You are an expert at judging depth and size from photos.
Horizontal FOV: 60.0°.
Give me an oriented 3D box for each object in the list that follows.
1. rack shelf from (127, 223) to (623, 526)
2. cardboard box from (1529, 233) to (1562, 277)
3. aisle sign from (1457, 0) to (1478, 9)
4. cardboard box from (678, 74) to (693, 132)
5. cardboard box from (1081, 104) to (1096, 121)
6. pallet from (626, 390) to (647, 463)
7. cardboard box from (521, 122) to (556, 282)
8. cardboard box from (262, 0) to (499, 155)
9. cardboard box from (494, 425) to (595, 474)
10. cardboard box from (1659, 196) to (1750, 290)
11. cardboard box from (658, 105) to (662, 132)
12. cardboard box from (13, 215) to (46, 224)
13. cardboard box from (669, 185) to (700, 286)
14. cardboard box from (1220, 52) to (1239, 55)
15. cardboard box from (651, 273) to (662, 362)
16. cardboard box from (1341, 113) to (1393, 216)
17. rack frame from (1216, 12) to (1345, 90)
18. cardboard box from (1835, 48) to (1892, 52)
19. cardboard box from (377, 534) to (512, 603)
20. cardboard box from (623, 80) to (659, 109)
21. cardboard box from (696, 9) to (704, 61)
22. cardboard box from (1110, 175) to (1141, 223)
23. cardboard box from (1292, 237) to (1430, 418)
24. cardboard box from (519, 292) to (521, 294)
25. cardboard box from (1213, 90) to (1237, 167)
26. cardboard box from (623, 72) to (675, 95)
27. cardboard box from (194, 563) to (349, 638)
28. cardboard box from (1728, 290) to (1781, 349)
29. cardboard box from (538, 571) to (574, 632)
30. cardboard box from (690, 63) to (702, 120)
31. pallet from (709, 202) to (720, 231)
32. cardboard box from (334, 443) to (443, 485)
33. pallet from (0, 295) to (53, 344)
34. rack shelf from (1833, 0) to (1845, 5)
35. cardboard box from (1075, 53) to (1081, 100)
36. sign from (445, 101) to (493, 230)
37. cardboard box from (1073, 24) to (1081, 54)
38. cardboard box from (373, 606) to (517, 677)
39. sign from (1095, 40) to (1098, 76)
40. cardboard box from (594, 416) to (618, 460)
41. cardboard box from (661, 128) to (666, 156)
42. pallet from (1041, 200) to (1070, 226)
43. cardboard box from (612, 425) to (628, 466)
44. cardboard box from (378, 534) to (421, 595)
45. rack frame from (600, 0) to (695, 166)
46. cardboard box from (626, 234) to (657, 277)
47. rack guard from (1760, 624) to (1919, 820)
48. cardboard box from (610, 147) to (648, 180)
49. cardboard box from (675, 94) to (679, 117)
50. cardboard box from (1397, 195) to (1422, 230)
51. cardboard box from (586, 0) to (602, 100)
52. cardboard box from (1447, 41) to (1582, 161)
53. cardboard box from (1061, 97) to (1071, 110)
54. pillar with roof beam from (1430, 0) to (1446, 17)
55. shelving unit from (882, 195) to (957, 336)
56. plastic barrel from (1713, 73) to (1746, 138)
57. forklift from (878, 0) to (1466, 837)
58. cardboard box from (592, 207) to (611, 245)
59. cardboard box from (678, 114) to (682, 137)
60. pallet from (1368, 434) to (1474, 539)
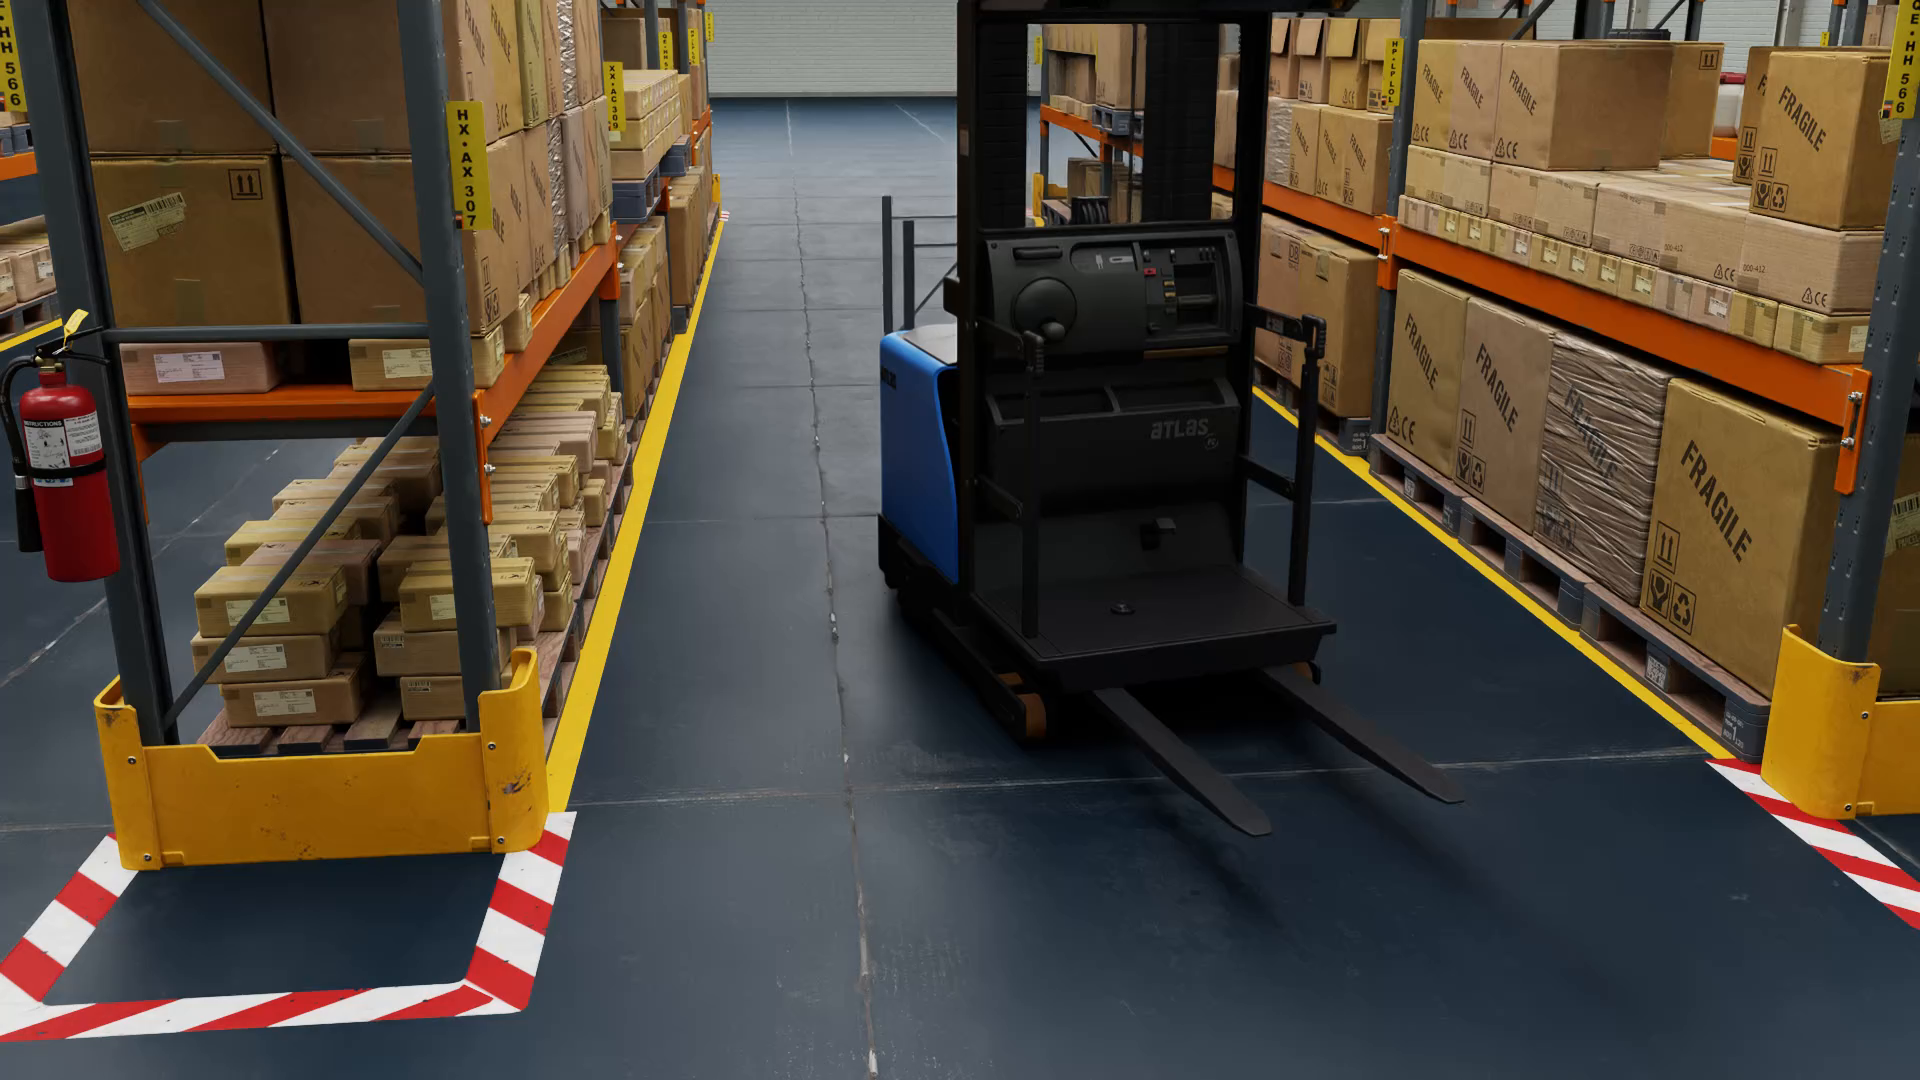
[{"bbox_3d":[-2.023,-0.793,6.398,1.077,0.370,4.000,-2,18,-6],"label":"rack shelf"},{"bbox_3d":[2.577,-1.173,6.825,0.380,0.149,0.250,-2,18,-7],"label":"cardboard box"},{"bbox_3d":[6.105,-6.837,20.106,0.394,0.787,0.004,-2,18,-6],"label":"aisle sign"},{"bbox_3d":[-2.734,-4.017,15.296,0.500,0.500,0.500,-2,18,-6],"label":"cardboard box"},{"bbox_3d":[1.456,-4.396,17.093,0.380,0.149,0.250,-2,18,-6],"label":"cardboard box"},{"bbox_3d":[-2.311,-0.634,9.344,1.003,0.211,1.213,-2,18,-6],"label":"pallet"},{"bbox_3d":[-1.706,-1.178,5.757,0.500,0.500,0.500,-2,17,-5],"label":"cardboard box"},{"bbox_3d":[-1.599,-1.349,4.635,0.500,0.500,0.500,-2,18,-6],"label":"cardboard box"},{"bbox_3d":[-1.726,-0.372,6.920,0.380,0.149,0.250,-2,18,-8],"label":"cardboard box"},{"bbox_3d":[2.762,-1.022,5.677,0.500,0.250,0.500,-2,18,-7],"label":"cardboard box"},{"bbox_3d":[-1.952,-2.477,9.782,0.380,0.149,0.250,-2,18,-7],"label":"cardboard box"},{"bbox_3d":[-7.911,-2.723,15.030,0.950,0.372,0.625,-2,17,-5],"label":"cardboard box"},{"bbox_3d":[-2.708,-2.496,13.674,1.050,0.750,0.750,-2,17,-5],"label":"cardboard box"},{"bbox_3d":[2.161,-3.975,14.458,0.797,0.503,0.637,0,17,0],"label":"cardboard box"},{"bbox_3d":[-2.193,-1.432,10.703,0.500,0.500,0.500,-3,18,-8],"label":"cardboard box"},{"bbox_3d":[2.395,-2.034,8.982,0.500,0.500,0.500,-2,18,-5],"label":"cardboard box"},{"bbox_3d":[2.302,-3.047,12.376,1.000,3.000,0.127,-2,18,-6],"label":"rack frame"},{"bbox_3d":[3.295,-1.392,5.606,0.500,0.500,0.500,-2,18,-7],"label":"cardboard box"},{"bbox_3d":[-1.681,0.090,5.447,0.380,0.149,0.250,-1,17,-5],"label":"cardboard box"},{"bbox_3d":[-1.921,-2.539,9.480,0.380,0.149,0.250,-2,18,-6],"label":"cardboard box"},{"bbox_3d":[-3.318,-5.622,18.523,0.875,0.550,0.550,-2,18,-6],"label":"cardboard box"},{"bbox_3d":[1.822,-3.538,17.410,0.500,0.500,0.500,4,18,12],"label":"cardboard box"},{"bbox_3d":[2.629,-1.232,9.441,1.225,0.875,0.875,-2,18,-5],"label":"cardboard box"},{"bbox_3d":[-1.732,-0.839,5.760,0.380,0.149,0.250,-2,18,-6],"label":"cardboard box"},{"bbox_3d":[2.082,-2.942,11.873,0.500,0.500,0.500,-1,17,-4],"label":"cardboard box"},{"bbox_3d":[-2.084,-3.004,10.962,0.380,0.149,0.250,-1,17,-4],"label":"cardboard box"},{"bbox_3d":[-2.123,0.185,5.144,0.380,0.149,0.250,-2,17,-5],"label":"cardboard box"},{"bbox_3d":[2.735,-0.717,5.374,0.380,0.149,0.250,-2,18,-5],"label":"cardboard box"},{"bbox_3d":[-1.610,0.224,6.014,0.380,0.149,0.250,-2,17,-5],"label":"cardboard box"},{"bbox_3d":[-3.122,-4.625,17.150,0.875,0.550,0.550,-2,18,-6],"label":"cardboard box"},{"bbox_3d":[-3.306,-3.742,19.243,1.003,0.211,1.213,-2,18,-6],"label":"pallet"},{"bbox_3d":[-2.264,-0.281,6.630,0.380,0.149,0.250,-2,18,-5],"label":"cardboard box"},{"bbox_3d":[-7.634,-1.644,12.560,1.003,0.211,1.213,-2,18,-6],"label":"pallet"},{"bbox_3d":[11.537,-6.228,18.700,1.077,0.370,4.000,-2,18,-6],"label":"rack shelf"},{"bbox_3d":[1.726,-5.011,17.967,0.875,0.500,0.500,-2,18,-6],"label":"cardboard box"},{"bbox_3d":[-1.277,-0.971,4.316,0.100,0.325,0.005,-2,18,-6],"label":"sign"},{"bbox_3d":[1.466,-5.329,17.312,0.500,0.500,0.500,-2,18,-6],"label":"cardboard box"},{"bbox_3d":[-1.615,0.313,5.234,0.380,0.149,0.250,-1,17,-3],"label":"cardboard box"},{"bbox_3d":[1.351,-4.633,15.982,0.100,0.325,0.005,-2,18,-6],"label":"sign"},{"bbox_3d":[-1.795,-0.471,7.732,0.380,0.149,0.250,-2,18,-8],"label":"cardboard box"},{"bbox_3d":[-1.975,-2.409,10.060,0.380,0.149,0.250,-3,18,-8],"label":"cardboard box"},{"bbox_3d":[1.534,-3.835,19.539,1.003,0.211,1.213,-2,18,-6],"label":"pallet"},{"bbox_3d":[-1.850,-0.466,8.213,0.380,0.149,0.250,-2,17,-5],"label":"cardboard box"},{"bbox_3d":[-2.135,0.091,5.943,0.380,0.149,0.250,-2,18,-6],"label":"cardboard box"},{"bbox_3d":[-3.054,-4.116,15.780,1.000,3.000,0.127,-2,18,-6],"label":"rack frame"},{"bbox_3d":[-2.211,-1.792,10.598,0.500,0.250,0.500,-1,17,-4],"label":"cardboard box"},{"bbox_3d":[3.130,0.536,5.136,1.175,0.500,0.348,-2,18,-6],"label":"rack guard"},{"bbox_3d":[-1.812,-1.945,8.582,0.380,0.149,0.250,-3,18,-8],"label":"cardboard box"},{"bbox_3d":[-2.108,-2.934,11.237,0.380,0.149,0.250,-1,17,-4],"label":"cardboard box"},{"bbox_3d":[2.415,-1.637,8.304,0.380,0.149,0.250,-2,18,-6],"label":"cardboard box"},{"bbox_3d":[-1.912,-2.268,7.559,0.500,0.500,0.500,-2,18,-8],"label":"cardboard box"},{"bbox_3d":[2.553,-1.986,7.498,0.500,0.500,0.500,-2,18,-6],"label":"cardboard box"},{"bbox_3d":[1.352,-4.920,18.761,0.380,0.149,0.250,-2,18,-6],"label":"cardboard box"},{"bbox_3d":[9.814,-17.375,47.999,9.100,9.000,0.400,-2,18,-6],"label":"pillar with roof beam"},{"bbox_3d":[-0.053,-0.767,7.618,0.538,1.500,1.048,-2,18,-7],"label":"shelving unit"},{"bbox_3d":[6.817,-3.818,14.603,0.433,0.535,0.433,0,17,0],"label":"plastic barrel"},{"bbox_3d":[0.610,-0.860,5.524,1.130,2.935,3.031,-6,18,-18],"label":"forklift"},{"bbox_3d":[-1.832,-1.461,7.744,0.380,0.149,0.250,-2,18,-7],"label":"cardboard box"},{"bbox_3d":[-2.133,-2.872,11.536,0.380,0.149,0.250,-1,17,-5],"label":"cardboard box"},{"bbox_3d":[2.716,-0.296,8.269,1.003,0.211,1.213,-2,18,-6],"label":"pallet"}]
